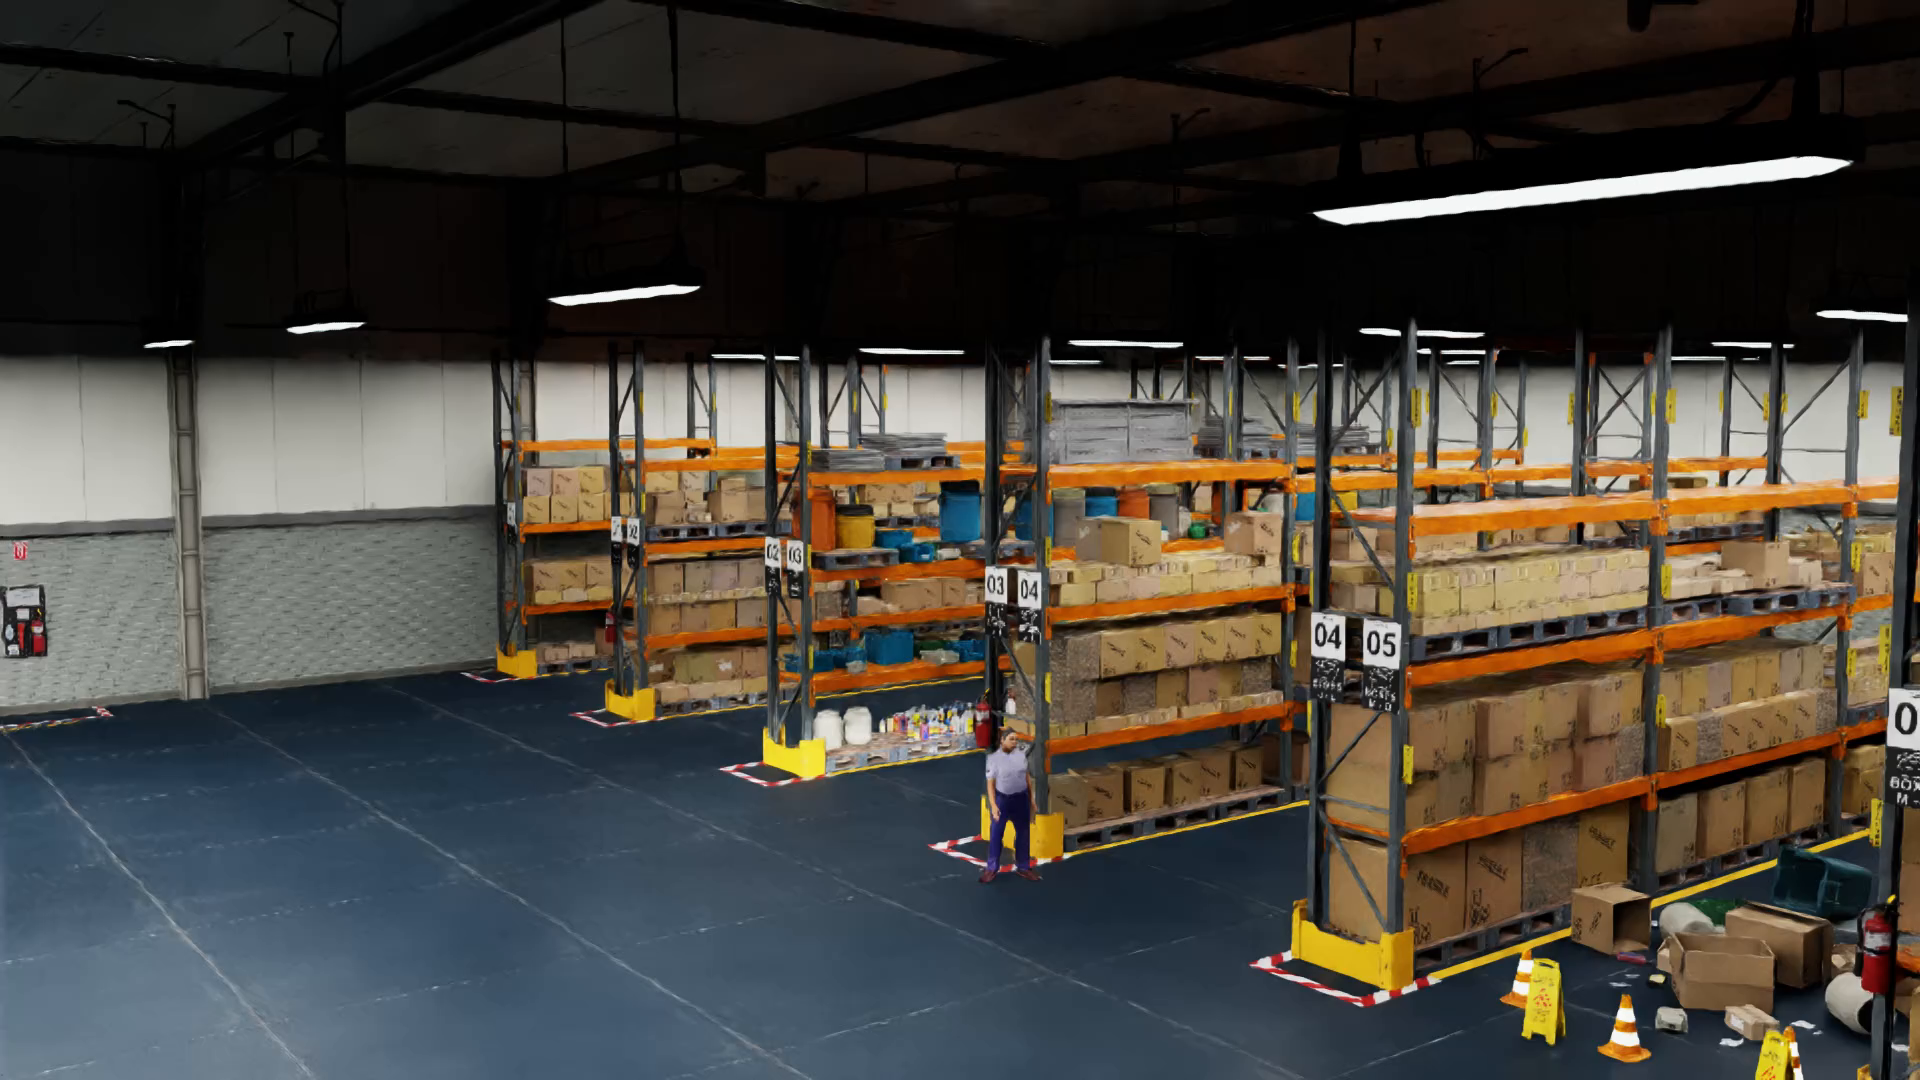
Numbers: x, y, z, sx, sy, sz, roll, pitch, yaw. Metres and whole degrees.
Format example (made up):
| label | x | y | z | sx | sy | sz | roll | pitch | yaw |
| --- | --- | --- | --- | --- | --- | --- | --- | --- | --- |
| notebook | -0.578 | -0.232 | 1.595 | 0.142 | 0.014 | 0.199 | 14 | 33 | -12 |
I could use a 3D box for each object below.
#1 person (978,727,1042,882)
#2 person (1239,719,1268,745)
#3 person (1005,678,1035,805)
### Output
| label | x | y | z | sx | sy | sz | roll | pitch | yaw |
| --- | --- | --- | --- | --- | --- | --- | --- | --- | --- |
| person | 0.511 | 2.788 | 17.593 | 0.657 | 1.648 | 0.392 | -2 | 5 | -22 |
| person | 4.154 | 2.316 | 23.341 | 0.507 | 1.618 | 0.580 | -4 | 6 | -38 |
| person | 0.783 | 2.521 | 20.944 | 0.512 | 1.632 | 0.639 | -4 | 6 | -39 |
